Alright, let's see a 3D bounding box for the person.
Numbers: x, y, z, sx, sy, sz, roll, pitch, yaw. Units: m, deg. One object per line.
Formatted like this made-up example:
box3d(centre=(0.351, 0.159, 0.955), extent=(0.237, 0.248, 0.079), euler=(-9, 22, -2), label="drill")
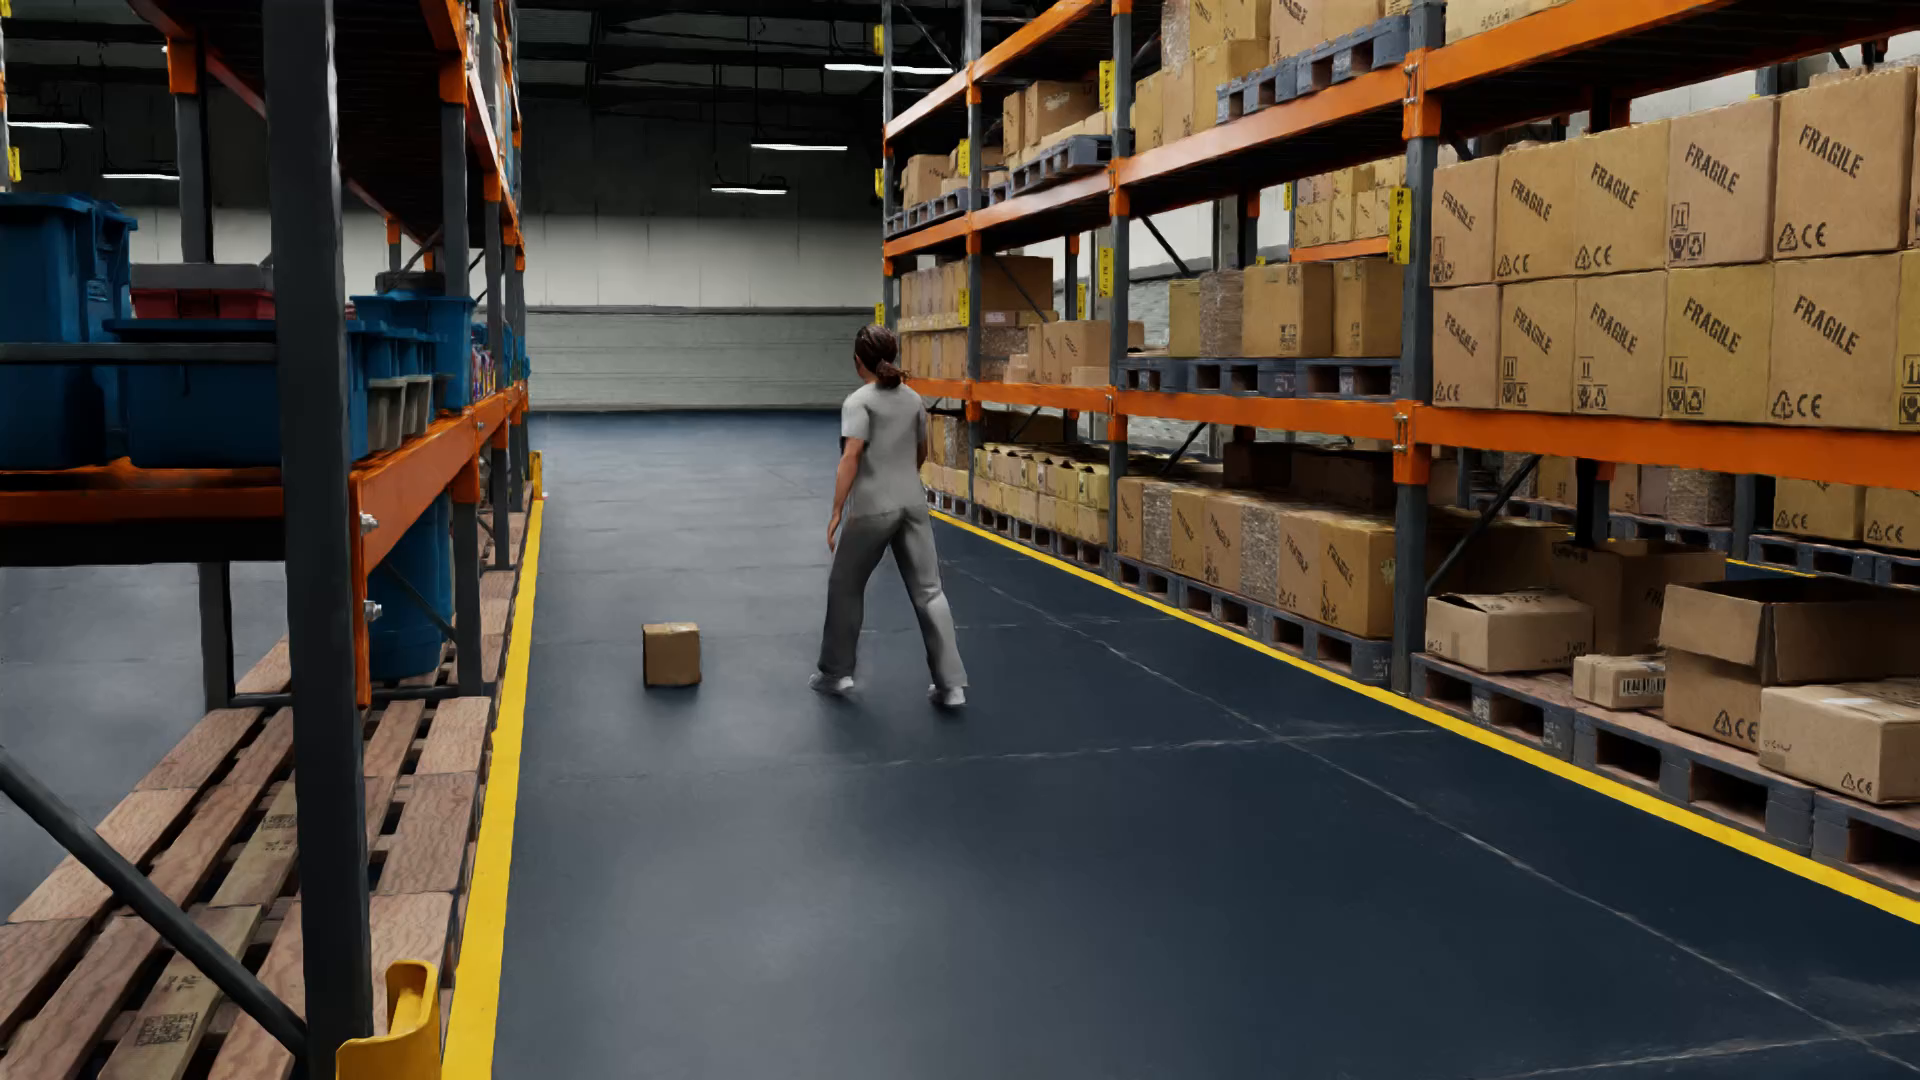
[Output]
box3d(centre=(-0.392, -0.110, 7.199), extent=(0.629, 1.639, 0.915), euler=(-5, 8, -39), label="person")
